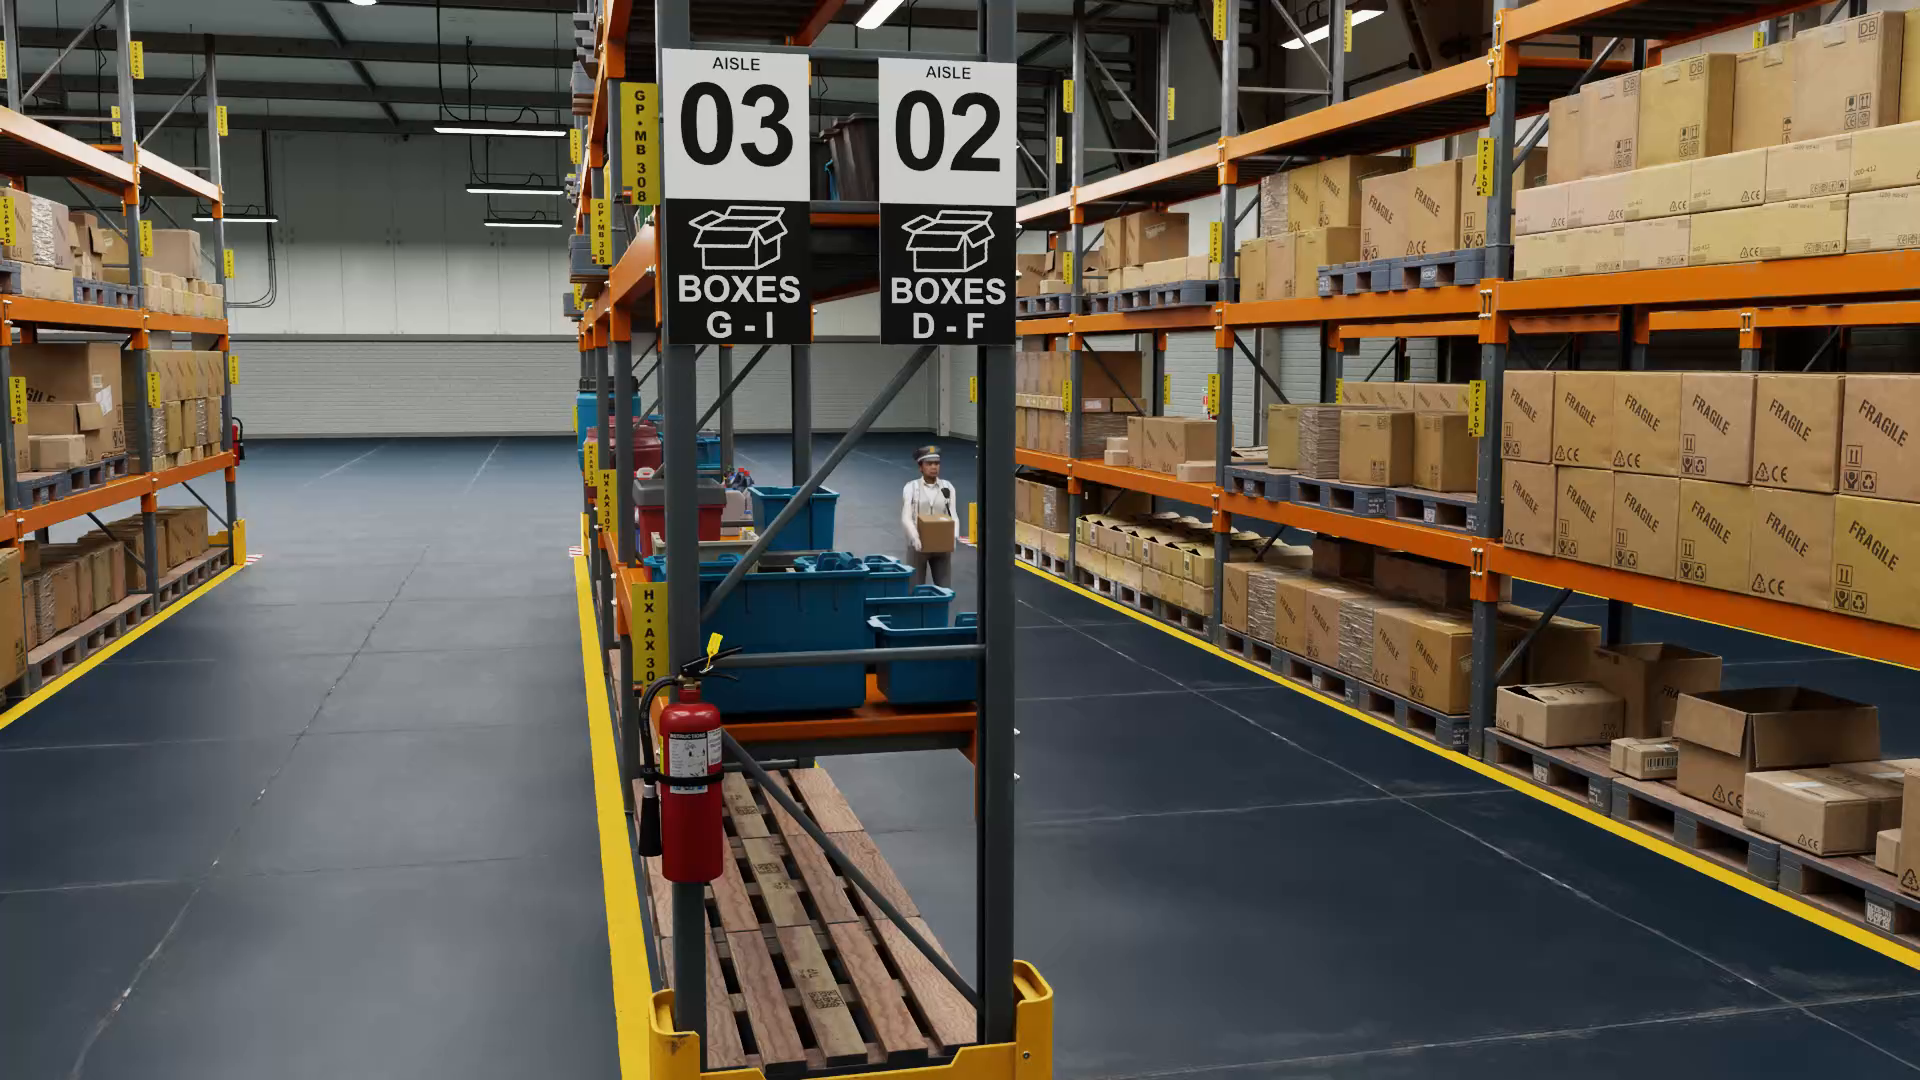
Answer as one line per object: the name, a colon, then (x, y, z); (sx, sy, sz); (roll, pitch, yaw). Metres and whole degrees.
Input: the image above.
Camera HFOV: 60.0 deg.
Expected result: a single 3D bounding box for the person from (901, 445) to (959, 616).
person: (-0.236, 0.090, 13.260); (0.459, 1.688, 0.543); (-1, 6, -13)
